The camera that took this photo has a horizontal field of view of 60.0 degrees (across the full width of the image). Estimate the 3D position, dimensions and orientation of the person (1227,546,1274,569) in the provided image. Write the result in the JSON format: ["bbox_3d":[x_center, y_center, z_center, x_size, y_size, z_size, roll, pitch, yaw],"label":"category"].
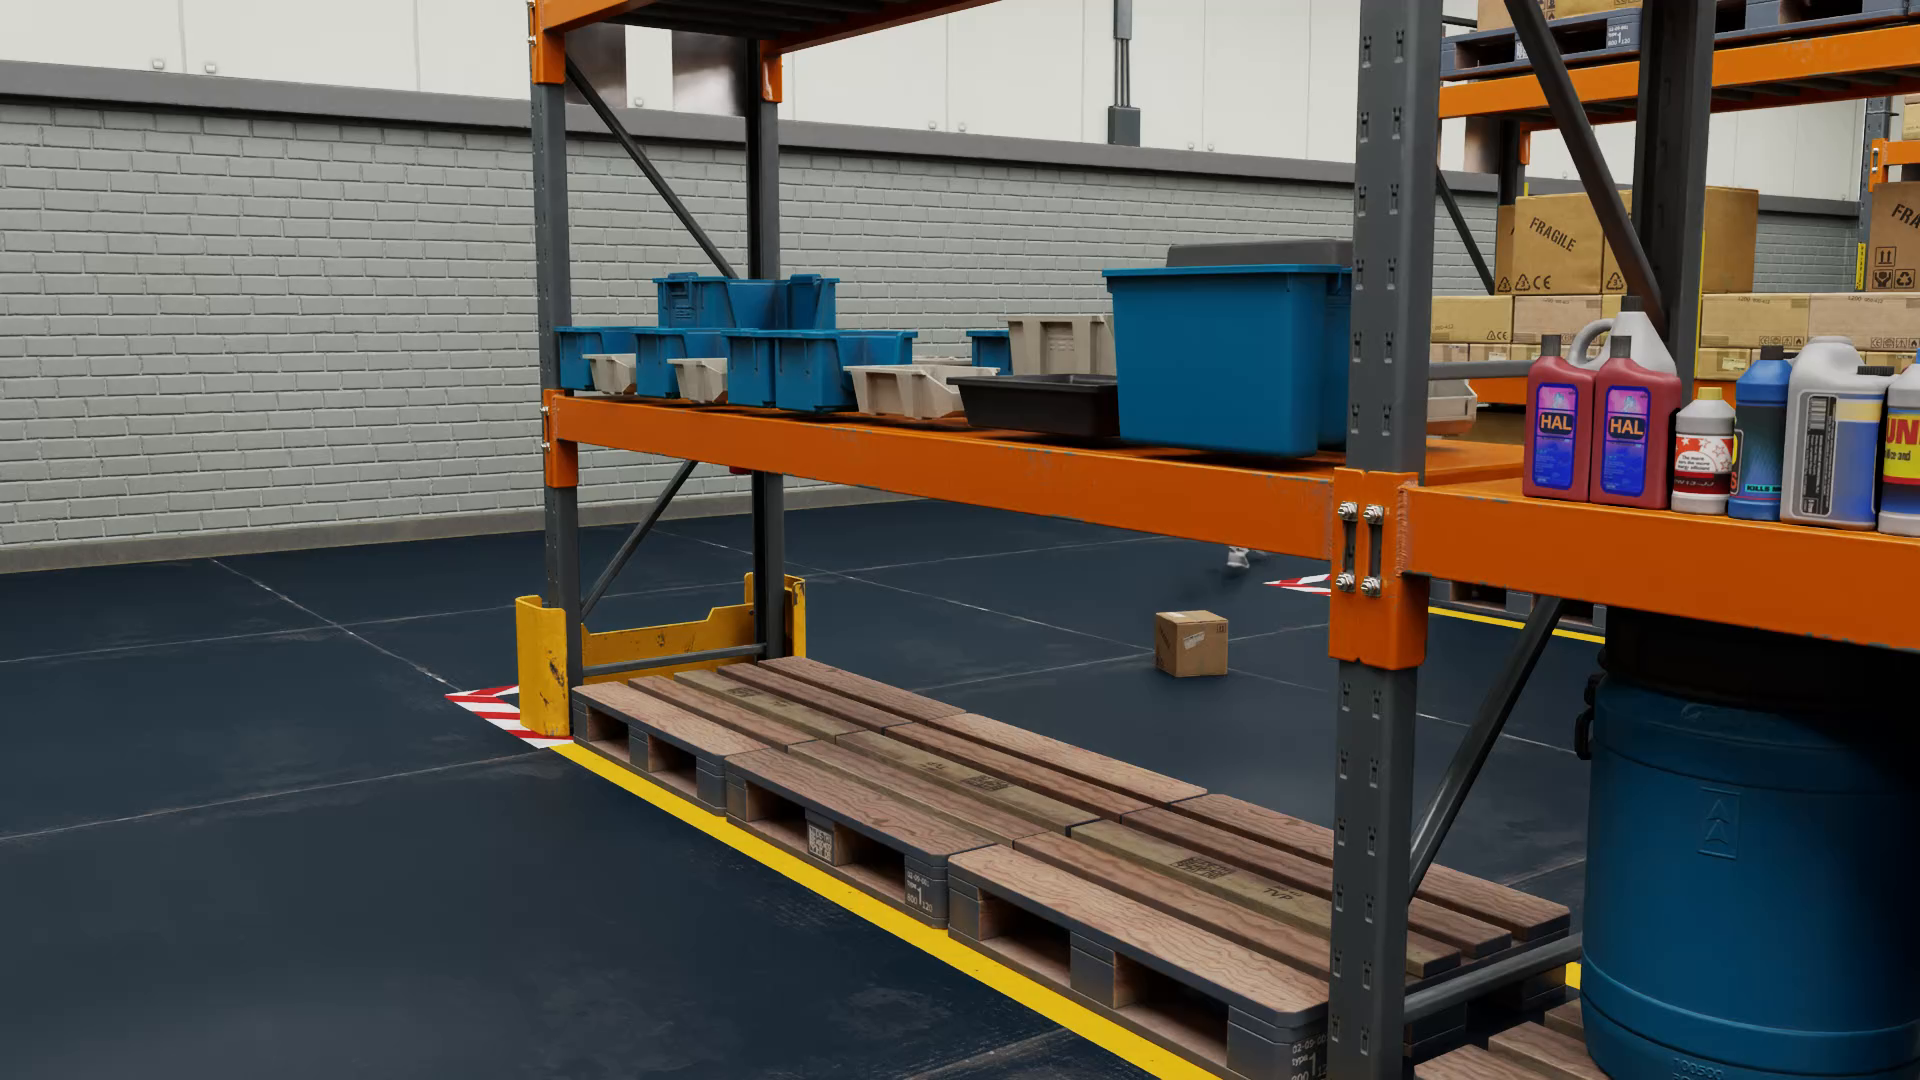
[{"bbox_3d":[1.913,-0.654,10.440,0.556,1.607,1.008,6,10,38],"label":"person"}]
